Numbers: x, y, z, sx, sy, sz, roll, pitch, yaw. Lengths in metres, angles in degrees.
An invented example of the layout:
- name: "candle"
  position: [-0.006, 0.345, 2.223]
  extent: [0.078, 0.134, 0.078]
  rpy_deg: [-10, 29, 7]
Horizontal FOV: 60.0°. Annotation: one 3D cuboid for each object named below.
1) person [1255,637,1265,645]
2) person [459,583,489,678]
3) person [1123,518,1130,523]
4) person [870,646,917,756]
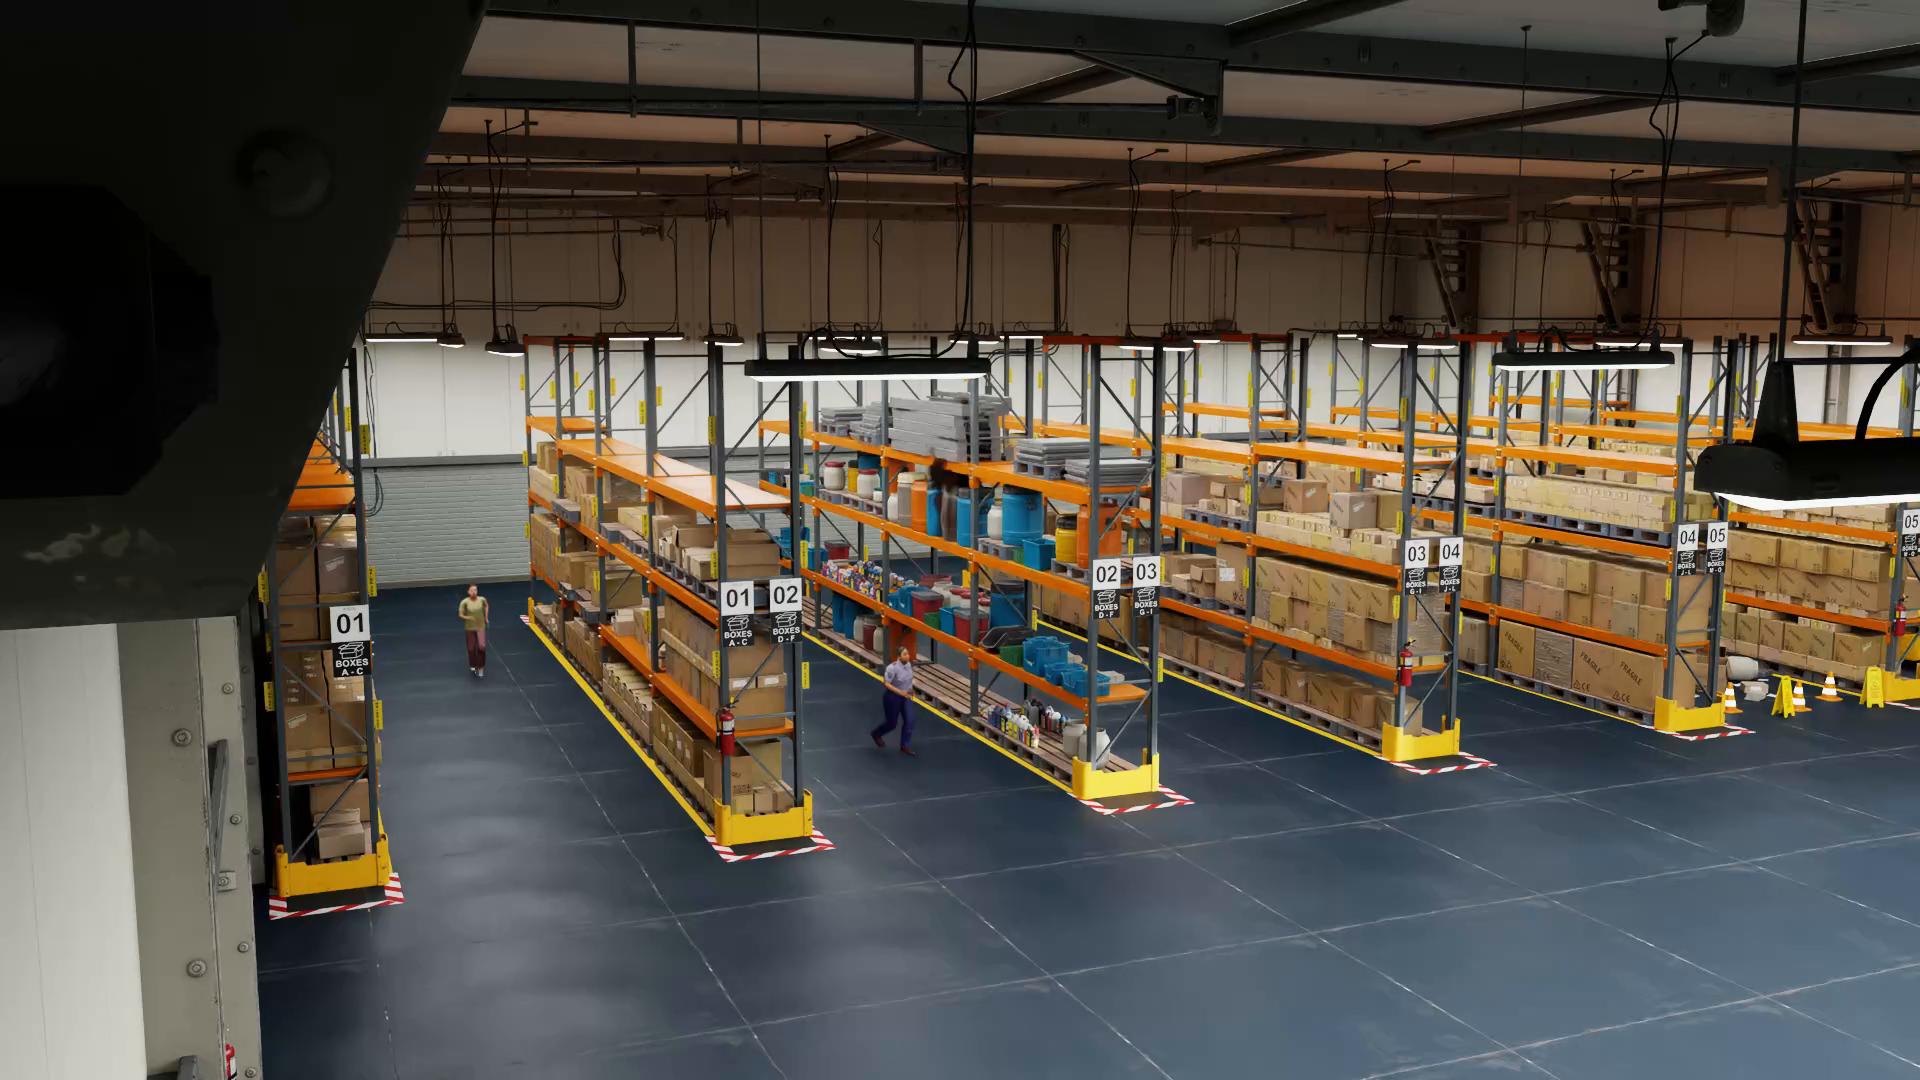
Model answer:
- name: "person"
  position: [5.583, 1.361, 31.095]
  extent: [0.717, 1.695, 0.624]
  rpy_deg: [-2, 8, -14]
- name: "person"
  position: [-8.594, 1.598, 29.447]
  extent: [0.528, 1.691, 0.781]
  rpy_deg: [-3, 8, -20]
- name: "person"
  position: [3.842, 0.301, 39.311]
  extent: [0.588, 1.707, 0.710]
  rpy_deg: [-1, 8, -4]
- name: "person"
  position: [-0.967, 2.318, 24.318]
  extent: [0.598, 1.606, 0.823]
  rpy_deg: [-7, 11, -44]
